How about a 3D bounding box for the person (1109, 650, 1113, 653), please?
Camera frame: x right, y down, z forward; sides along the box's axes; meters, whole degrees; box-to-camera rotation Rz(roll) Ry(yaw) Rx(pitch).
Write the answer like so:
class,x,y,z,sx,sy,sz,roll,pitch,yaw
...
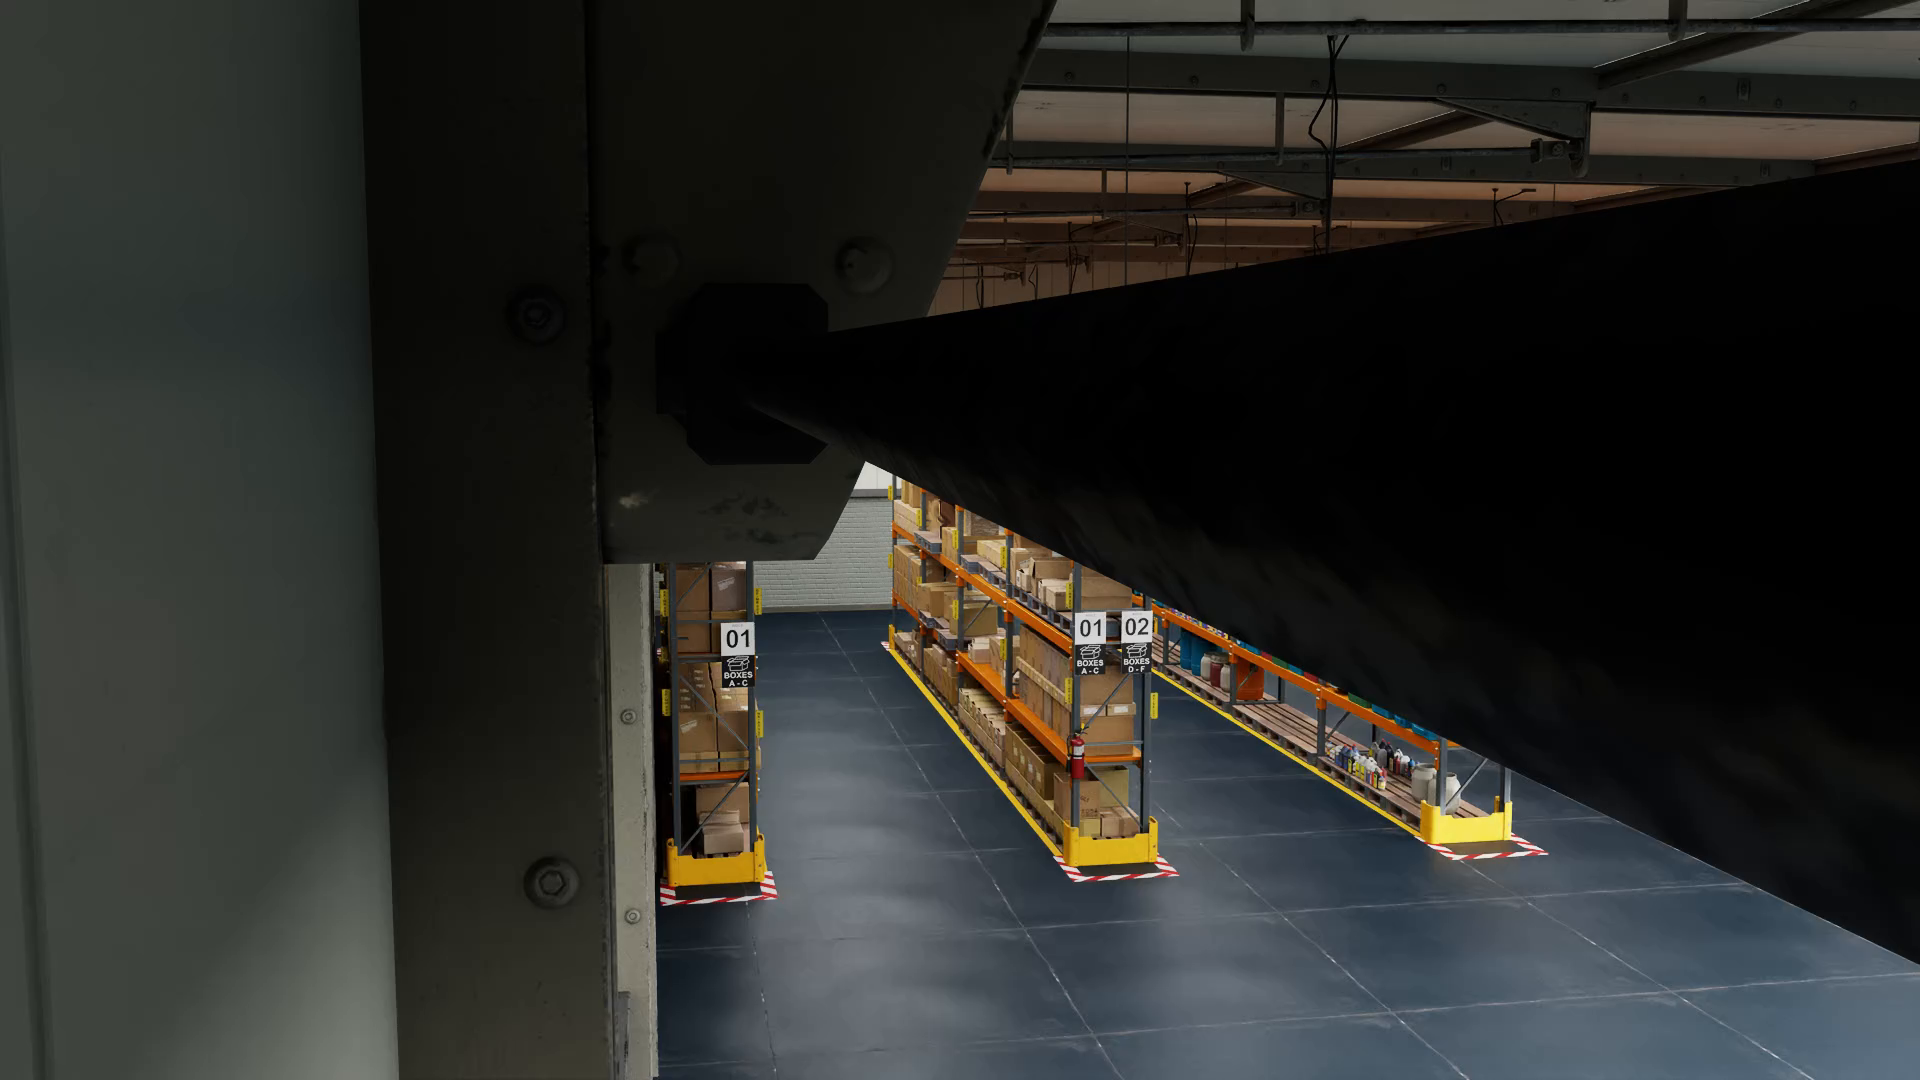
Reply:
class,x,y,z,sx,sy,sz,roll,pitch,yaw
person,2.636,1.869,30.824,0.680,1.886,0.743,-3,7,-22
